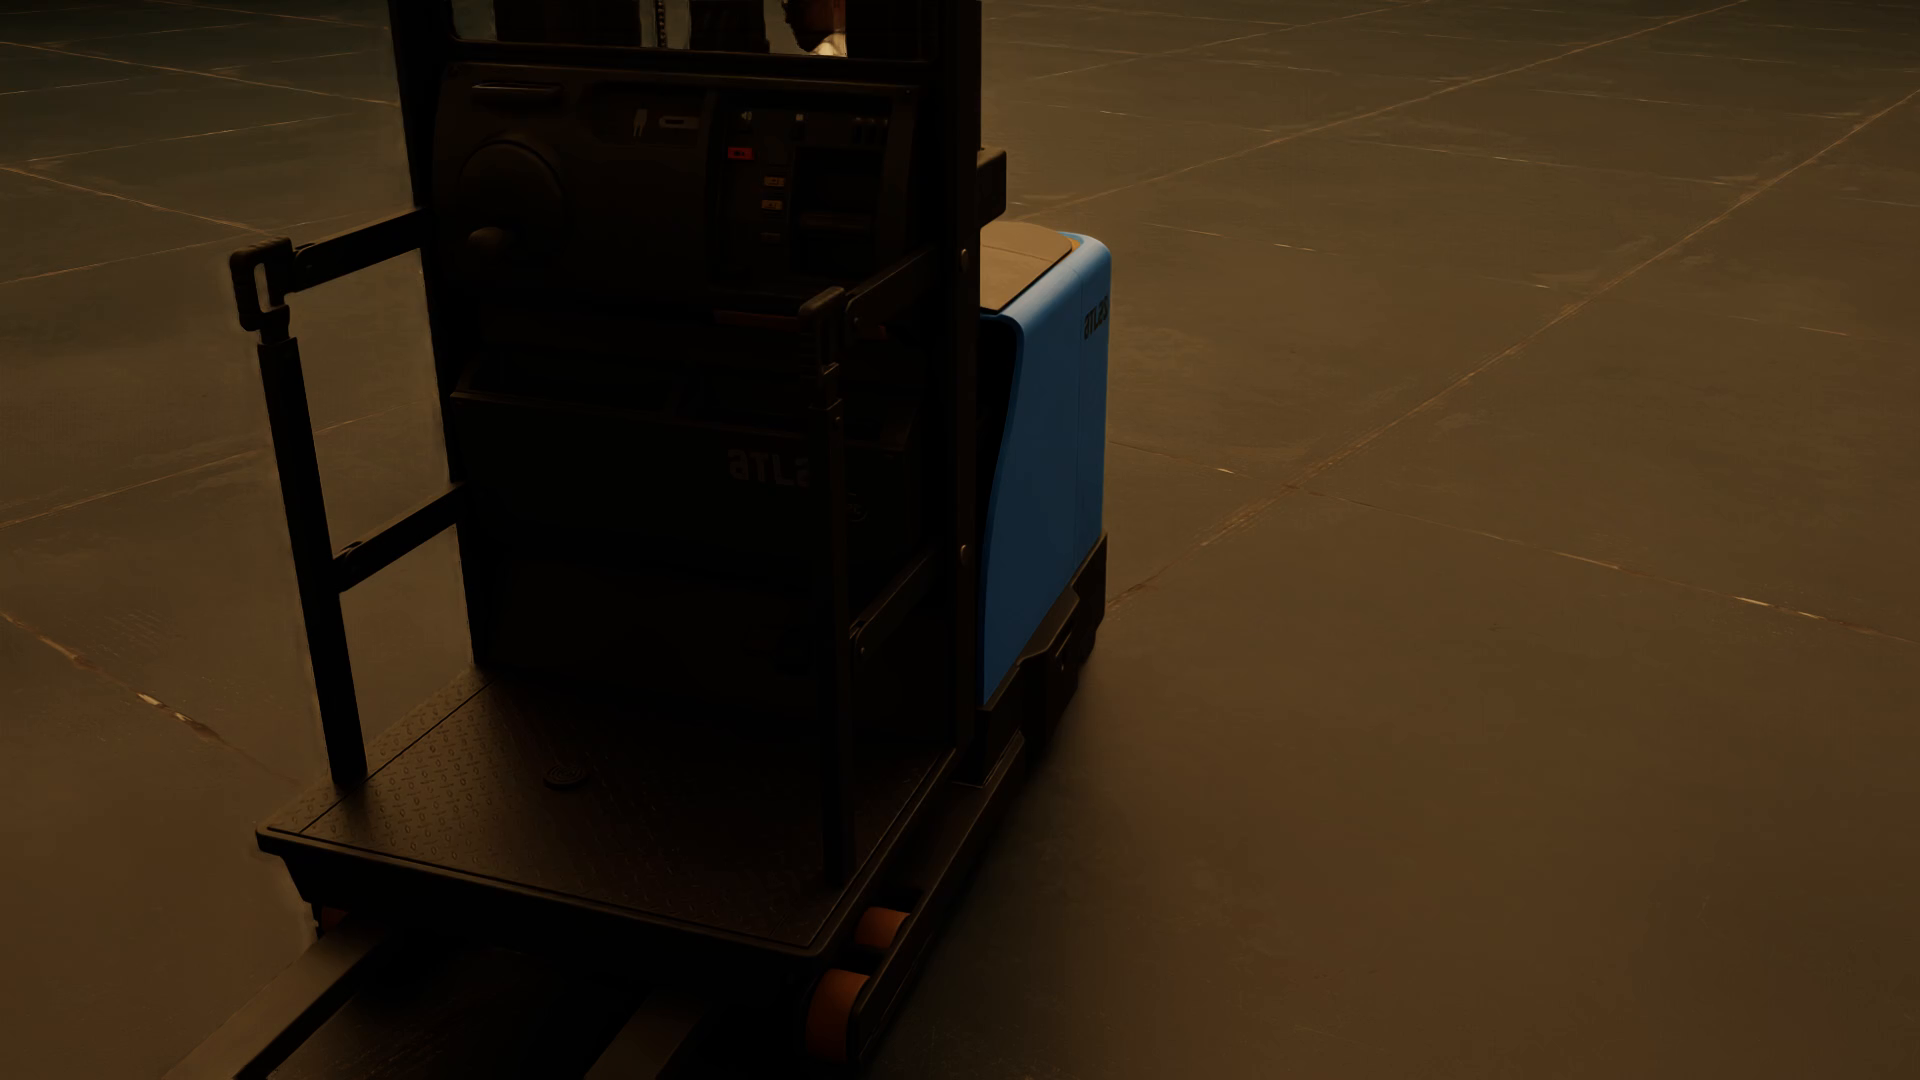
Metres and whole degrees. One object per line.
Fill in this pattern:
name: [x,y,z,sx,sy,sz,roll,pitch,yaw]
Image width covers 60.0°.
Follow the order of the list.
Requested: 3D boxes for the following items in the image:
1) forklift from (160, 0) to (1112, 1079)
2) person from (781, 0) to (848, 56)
forklift: [-0.582,-0.610,2.737,1.130,2.935,3.031,8,25,17]
person: [-0.426,-0.875,4.907,0.924,1.696,0.718,9,25,19]
